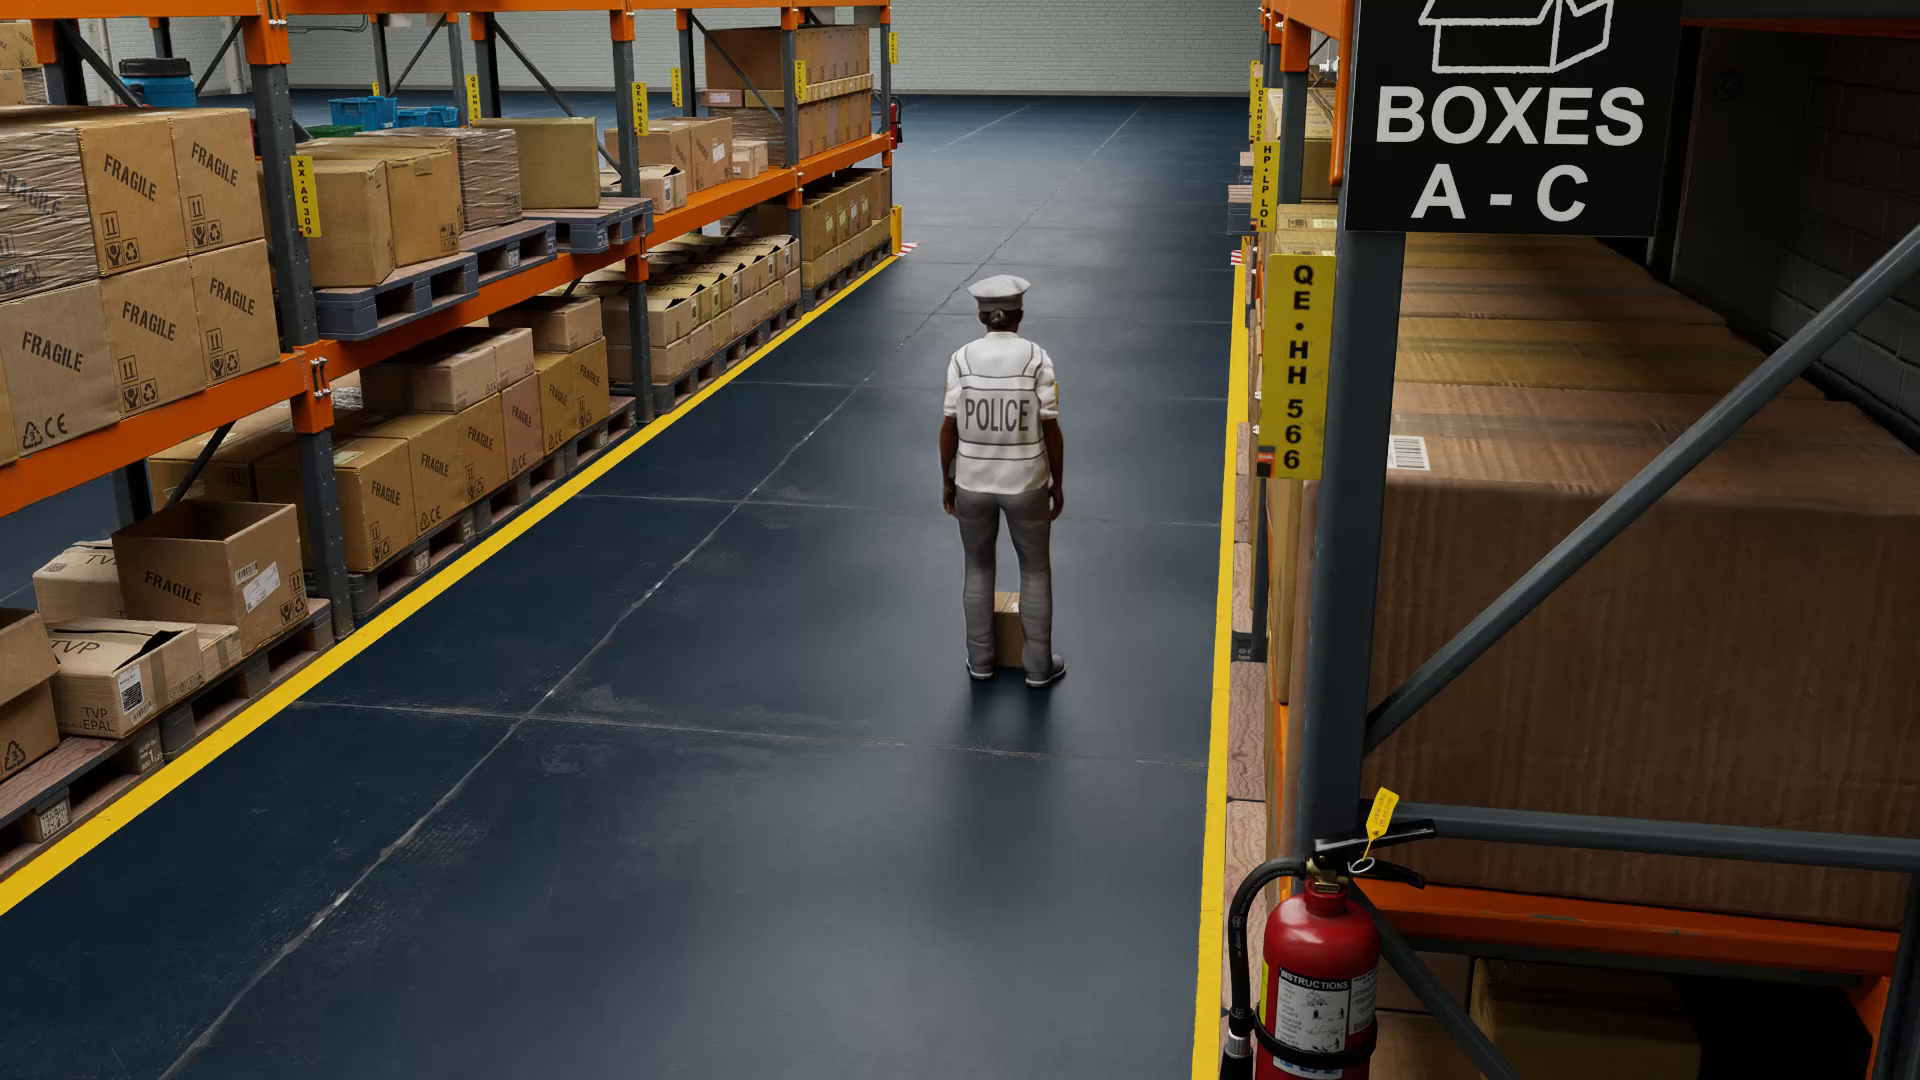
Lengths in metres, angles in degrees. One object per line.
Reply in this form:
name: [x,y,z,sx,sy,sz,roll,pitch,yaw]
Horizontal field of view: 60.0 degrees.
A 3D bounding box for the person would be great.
person: [0.186,-0.217,6.722,0.500,1.660,0.415,3,18,9]
